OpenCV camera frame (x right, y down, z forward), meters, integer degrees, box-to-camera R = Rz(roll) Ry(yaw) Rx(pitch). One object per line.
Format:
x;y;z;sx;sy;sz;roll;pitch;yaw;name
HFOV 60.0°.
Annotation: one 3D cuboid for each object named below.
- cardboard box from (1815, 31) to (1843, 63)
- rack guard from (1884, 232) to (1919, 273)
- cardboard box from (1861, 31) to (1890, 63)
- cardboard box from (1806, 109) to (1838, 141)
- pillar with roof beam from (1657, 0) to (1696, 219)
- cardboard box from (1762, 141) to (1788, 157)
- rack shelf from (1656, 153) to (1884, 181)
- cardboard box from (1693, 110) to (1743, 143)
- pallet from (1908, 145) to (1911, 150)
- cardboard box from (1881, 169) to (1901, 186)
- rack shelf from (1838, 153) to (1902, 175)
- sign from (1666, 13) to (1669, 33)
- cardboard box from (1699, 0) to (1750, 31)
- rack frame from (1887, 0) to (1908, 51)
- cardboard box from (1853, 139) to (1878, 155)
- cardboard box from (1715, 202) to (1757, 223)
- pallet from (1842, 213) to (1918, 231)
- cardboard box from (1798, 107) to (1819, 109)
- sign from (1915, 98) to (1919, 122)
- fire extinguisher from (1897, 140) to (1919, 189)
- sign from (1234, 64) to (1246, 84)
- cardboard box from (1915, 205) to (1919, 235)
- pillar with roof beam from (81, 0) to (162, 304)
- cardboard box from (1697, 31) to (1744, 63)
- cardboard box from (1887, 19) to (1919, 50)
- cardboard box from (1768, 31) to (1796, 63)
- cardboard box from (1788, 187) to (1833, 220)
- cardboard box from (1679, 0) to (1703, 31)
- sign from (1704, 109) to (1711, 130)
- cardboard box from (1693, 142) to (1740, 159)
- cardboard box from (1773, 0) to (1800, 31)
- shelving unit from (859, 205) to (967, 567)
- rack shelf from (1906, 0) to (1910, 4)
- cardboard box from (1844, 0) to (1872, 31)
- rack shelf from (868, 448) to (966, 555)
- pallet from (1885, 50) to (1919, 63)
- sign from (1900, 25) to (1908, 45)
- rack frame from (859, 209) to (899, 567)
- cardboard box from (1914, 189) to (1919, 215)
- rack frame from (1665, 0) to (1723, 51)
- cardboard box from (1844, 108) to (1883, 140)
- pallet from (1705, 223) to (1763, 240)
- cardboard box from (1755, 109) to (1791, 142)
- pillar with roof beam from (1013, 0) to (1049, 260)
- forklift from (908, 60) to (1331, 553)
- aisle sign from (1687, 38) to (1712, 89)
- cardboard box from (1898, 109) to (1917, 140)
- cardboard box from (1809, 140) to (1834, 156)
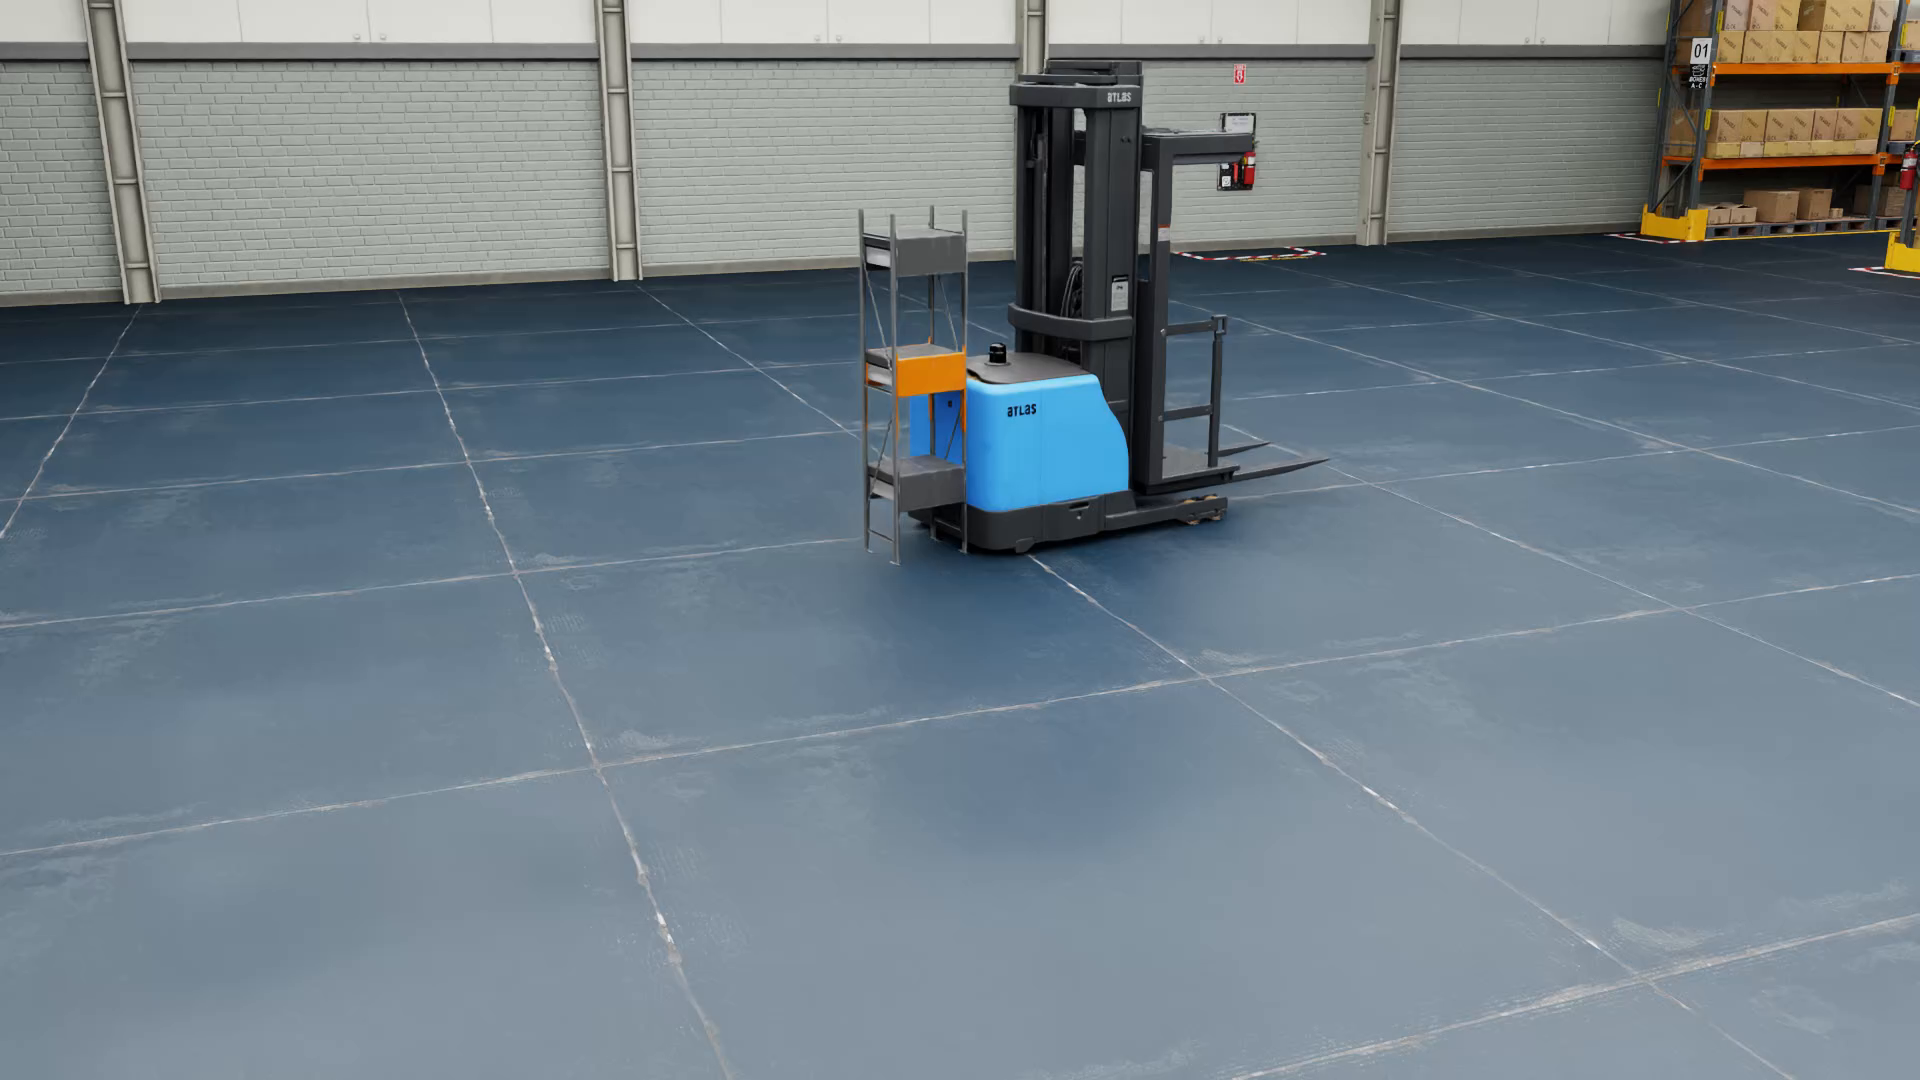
14.269;-8.199;27.657;0.500;0.500;0.500;-7;18;-22;cardboard box
13.651;-4.023;23.412;0.348;0.500;1.175;-6;17;-20;rack guard
15.248;-8.312;28.043;0.500;0.500;0.500;-6;17;-19;cardboard box
14.364;-7.000;28.011;0.500;0.500;0.500;-7;18;-22;cardboard box
13.782;-8.572;23.818;0.400;9.000;9.100;-6;17;-20;pillar with roof beam
13.425;-6.537;27.767;0.500;0.250;0.500;-6;18;-21;cardboard box
13.765;-6.385;28.293;4.000;0.370;1.077;-6;17;-20;rack shelf
12.451;-6.795;27.312;0.500;0.500;0.500;-6;17;-20;cardboard box
17.534;-7.032;29.562;1.213;0.211;1.003;-6;17;-20;pallet
16.724;-6.427;29.484;0.500;0.250;0.500;-7;18;-21;cardboard box
17.501;-6.788;29.666;4.000;0.370;1.077;-6;17;-20;rack shelf
11.718;-8.540;27.461;0.005;0.325;0.100;-6;17;-20;sign
12.344;-8.480;26.839;0.500;0.500;0.500;-8;18;-24;cardboard box
15.633;-9.810;28.033;0.127;3.000;1.000;-6;17;-20;rack frame
15.299;-6.741;28.462;0.500;0.250;0.500;-6;17;-20;cardboard box
13.108;-5.553;28.174;0.500;0.311;0.500;-5;17;-15;cardboard box
16.359;-5.672;29.539;1.213;0.211;1.003;-6;17;-20;pallet
14.635;-7.185;28.642;0.500;0.500;0.500;-6;17;-20;cardboard box
13.493;-6.038;23.362;0.005;0.325;0.100;-6;17;-20;sign
13.397;-5.298;23.454;0.183;0.674;0.296;-6;17;-20;fire extinguisher
4.275;-7.120;25.406;0.199;0.298;0.001;-6;17;-20;sign
14.068;-4.599;23.741;0.500;0.500;0.500;-6;17;-20;cardboard box
-8.629;-6.152;15.578;0.400;9.000;9.100;-6;17;-20;pillar with roof beam
12.300;-7.993;26.956;0.500;0.500;0.500;-6;17;-19;cardboard box
16.172;-8.654;28.498;0.500;0.500;0.500;-4;17;-12;cardboard box
13.297;-8.091;27.290;0.500;0.500;0.500;-5;17;-18;cardboard box
14.678;-5.828;28.776;0.500;0.500;0.500;-8;18;-24;cardboard box
12.207;-8.617;27.306;0.500;0.500;0.500;-5;17;-18;cardboard box
12.092;-6.801;26.897;0.005;0.325;0.100;-6;17;-20;sign
12.467;-6.431;27.406;0.500;0.250;0.500;-7;18;-22;cardboard box
13.306;-8.571;27.152;0.500;0.500;0.500;-6;17;-19;cardboard box
-0.277;-0.930;10.037;0.503;2.100;0.431;-10;19;-31;shelving unit
17.501;-9.474;28.877;4.000;0.370;1.077;-6;17;-20;rack shelf
14.751;-8.728;27.684;0.500;0.500;0.500;-5;17;-17;cardboard box
-0.277;-0.245;10.238;0.480;0.518;0.431;-10;19;-31;rack shelf
16.248;-8.315;28.598;1.003;0.211;1.213;-6;17;-20;pallet
15.834;-8.477;27.899;0.005;0.325;0.100;-6;17;-20;sign
-0.483;-0.892;9.911;0.015;2.100;0.400;-10;19;-31;rack frame
16.779;-6.087;29.658;0.500;0.500;0.700;-7;18;-21;cardboard box
11.898;-9.406;26.659;0.127;3.000;1.000;-6;17;-20;rack frame
15.302;-7.100;28.351;0.500;0.500;0.500;-6;17;-20;cardboard box
12.740;-5.270;28.171;1.213;0.211;1.003;-6;17;-20;pallet
13.401;-6.892;27.644;0.500;0.500;0.500;-7;18;-22;cardboard box
2.577;-7.362;19.698;0.400;9.000;9.100;-6;17;-20;pillar with roof beam
1.175;-1.619;10.910;3.031;2.935;1.130;-10;19;-31;forklift
11.938;-7.689;26.845;0.004;0.787;0.394;-6;17;-20;aisle sign
16.645;-7.287;29.131;0.500;0.500;0.700;-4;17;-14;cardboard box
14.367;-6.639;28.112;0.500;0.250;0.500;-6;17;-20;cardboard box
